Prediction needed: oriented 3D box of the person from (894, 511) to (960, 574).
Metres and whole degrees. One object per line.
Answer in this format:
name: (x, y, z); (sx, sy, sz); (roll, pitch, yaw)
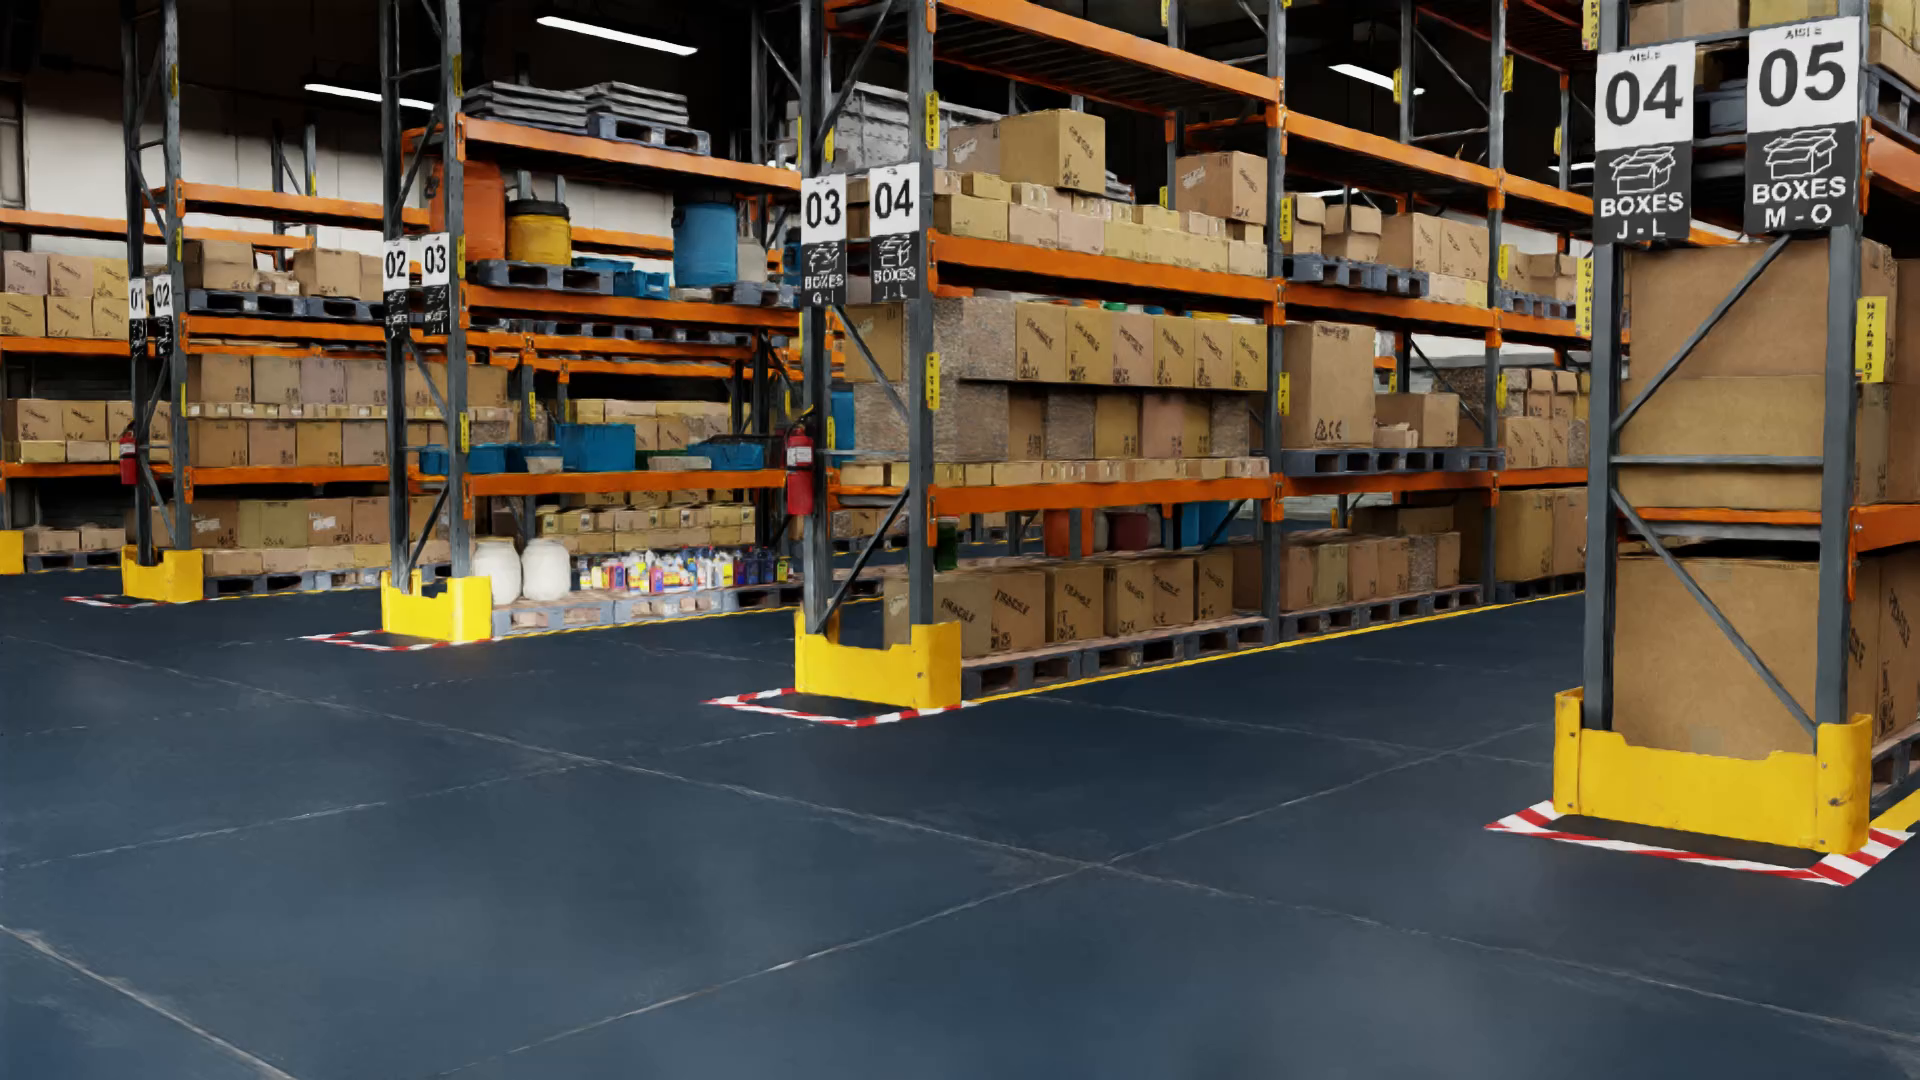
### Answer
person: (-0.240, -0.084, 12.722); (0.721, 1.772, 0.603); (2, 4, 33)
